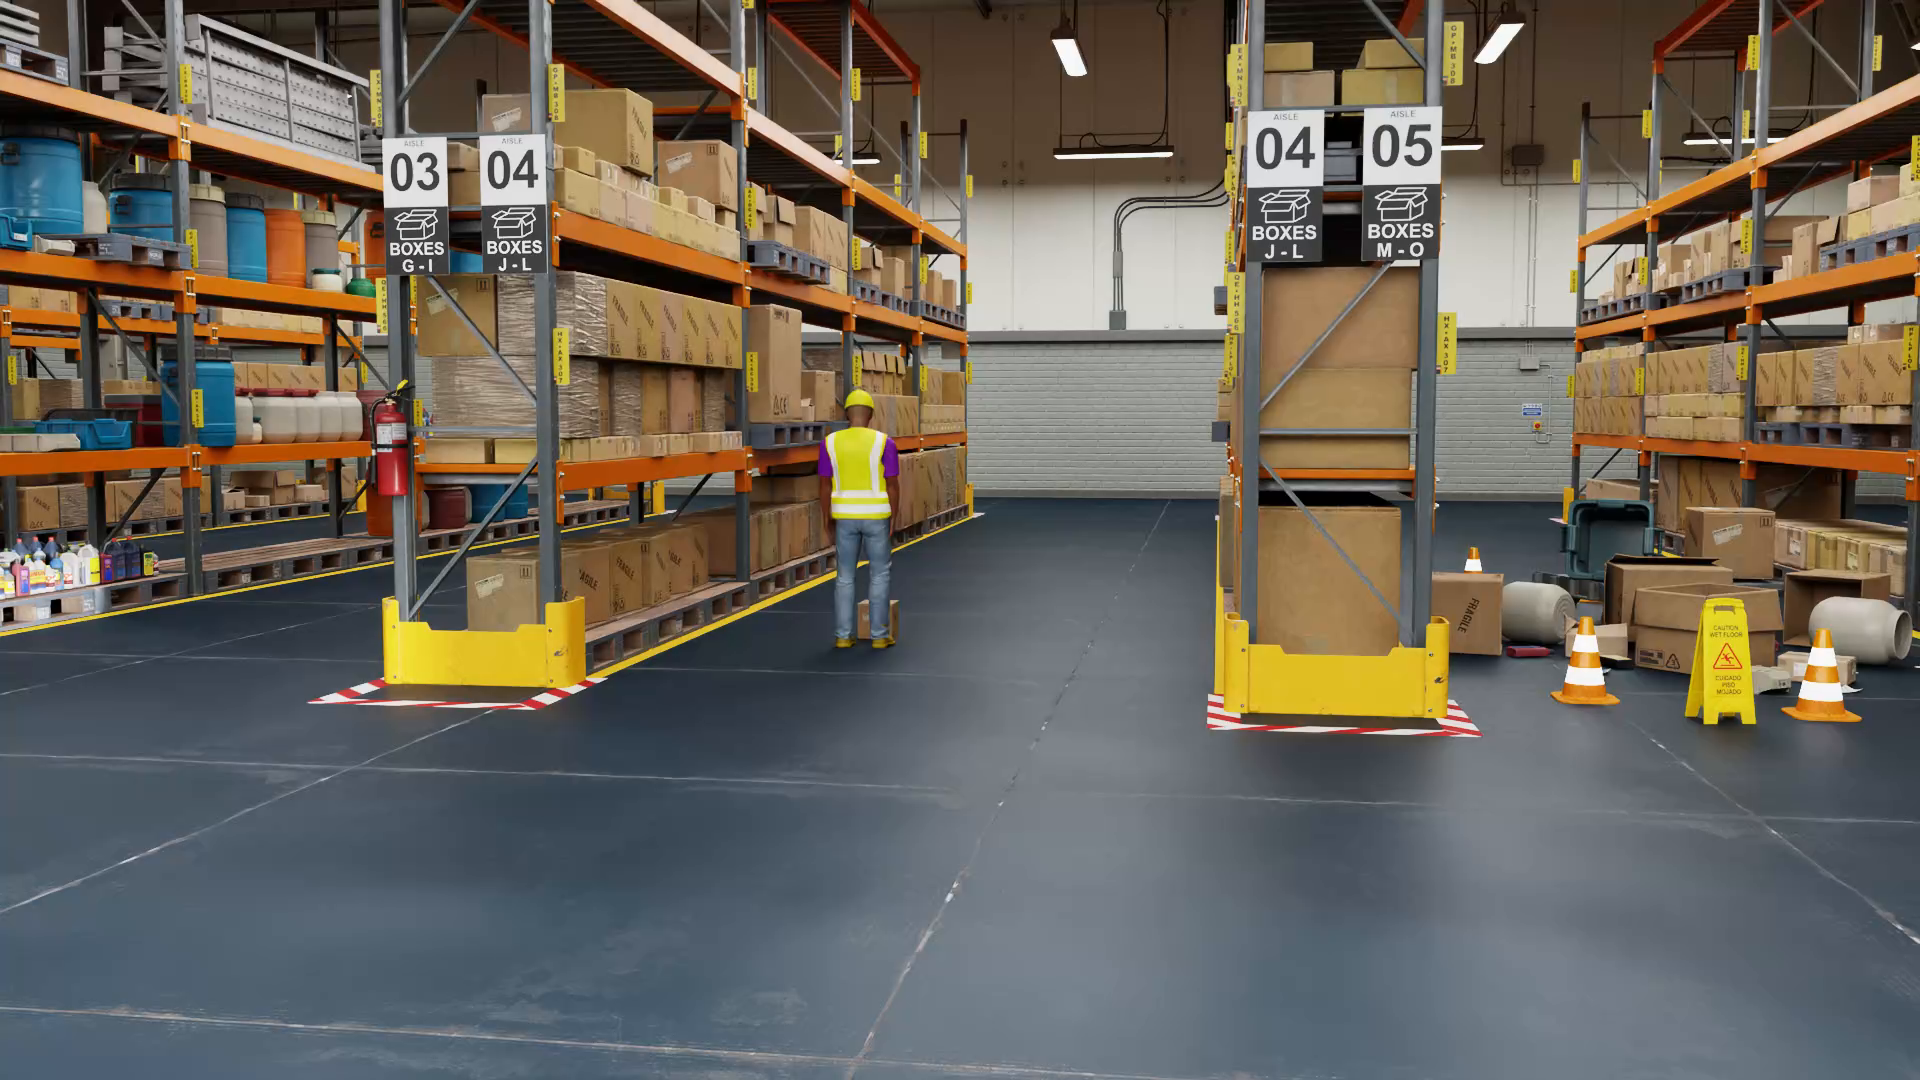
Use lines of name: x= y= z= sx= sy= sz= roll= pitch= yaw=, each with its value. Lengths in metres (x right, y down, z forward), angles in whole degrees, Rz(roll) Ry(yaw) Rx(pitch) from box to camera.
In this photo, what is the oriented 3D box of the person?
person: x=-0.687 y=-0.132 z=11.419 sx=0.584 sy=1.732 sz=0.422 roll=1 pitch=5 yaw=10
